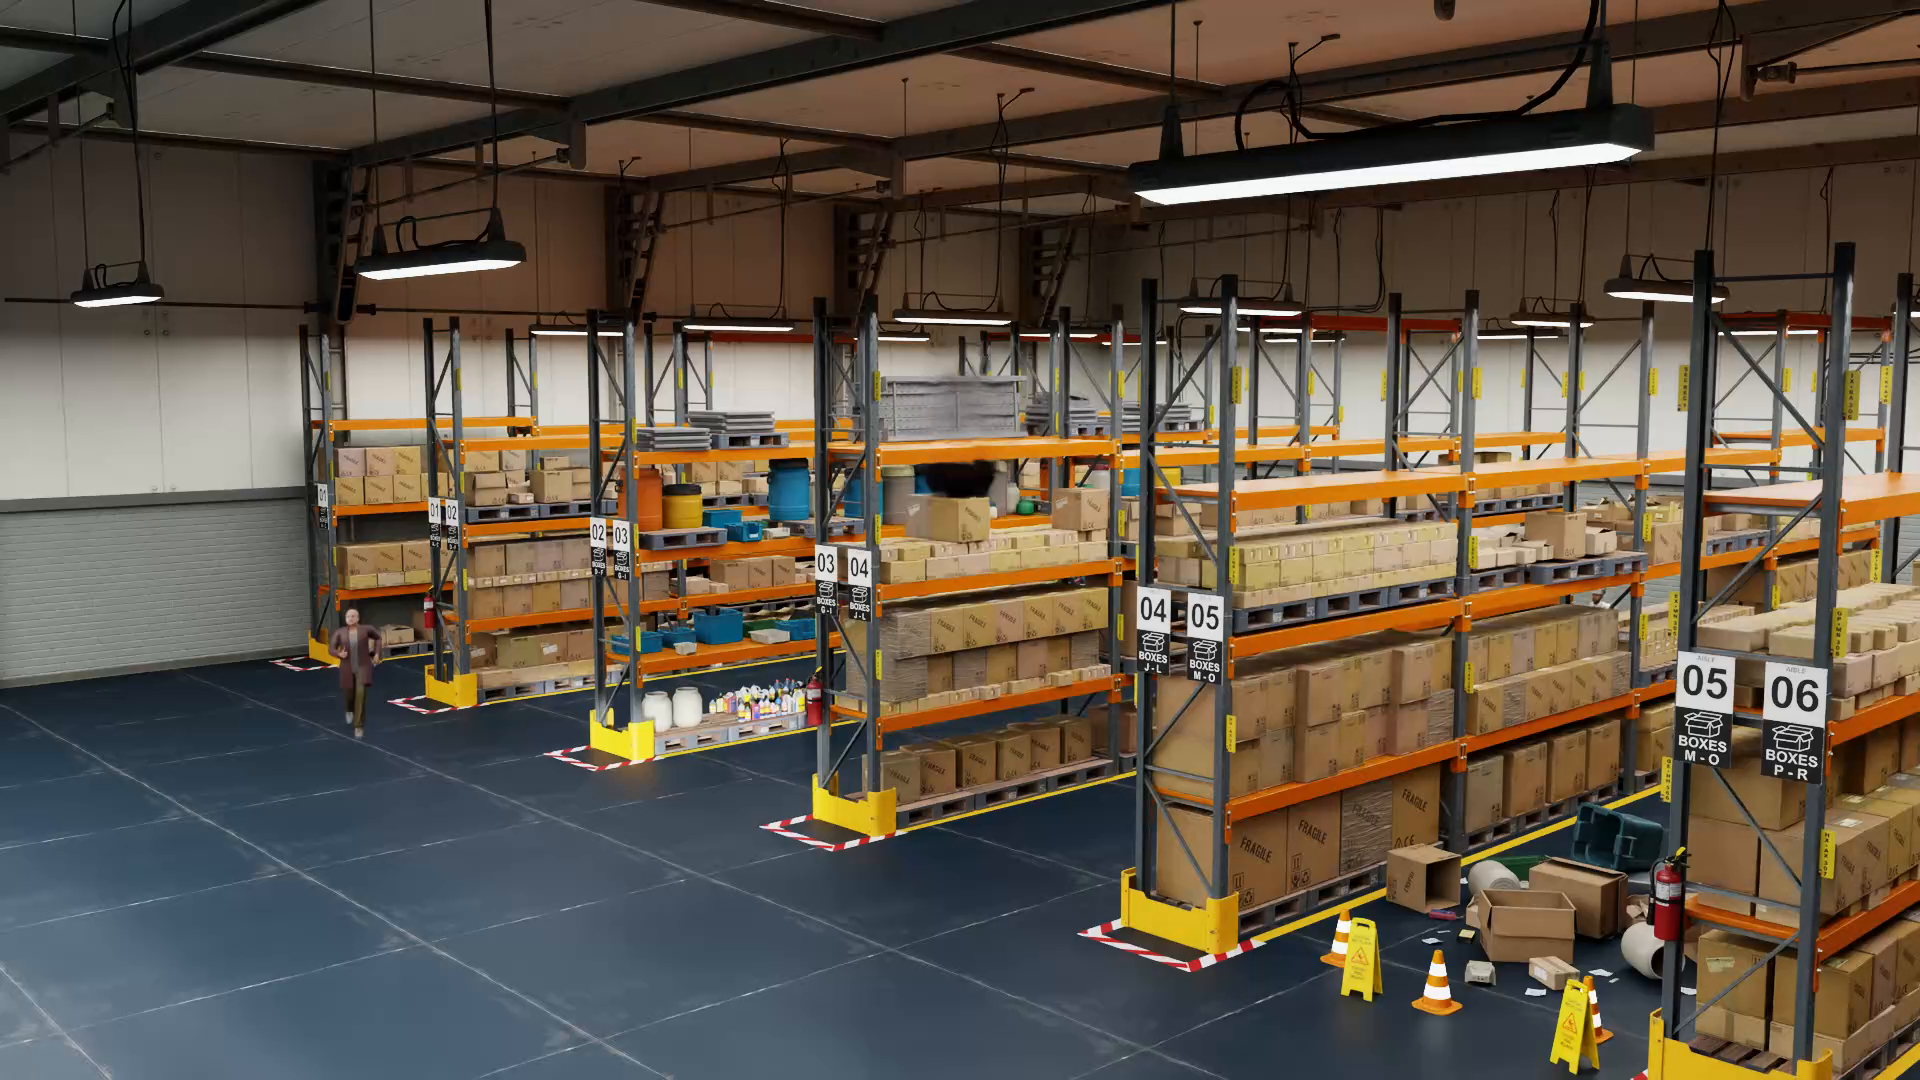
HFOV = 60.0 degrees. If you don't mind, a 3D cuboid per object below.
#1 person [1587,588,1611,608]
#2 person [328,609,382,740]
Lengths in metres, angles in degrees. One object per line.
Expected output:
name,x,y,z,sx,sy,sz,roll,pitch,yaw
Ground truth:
person,10.552,1.581,27.465,0.601,1.660,0.532,5,8,43
person,-8.654,1.865,23.809,0.716,1.780,1.004,-1,6,-13
